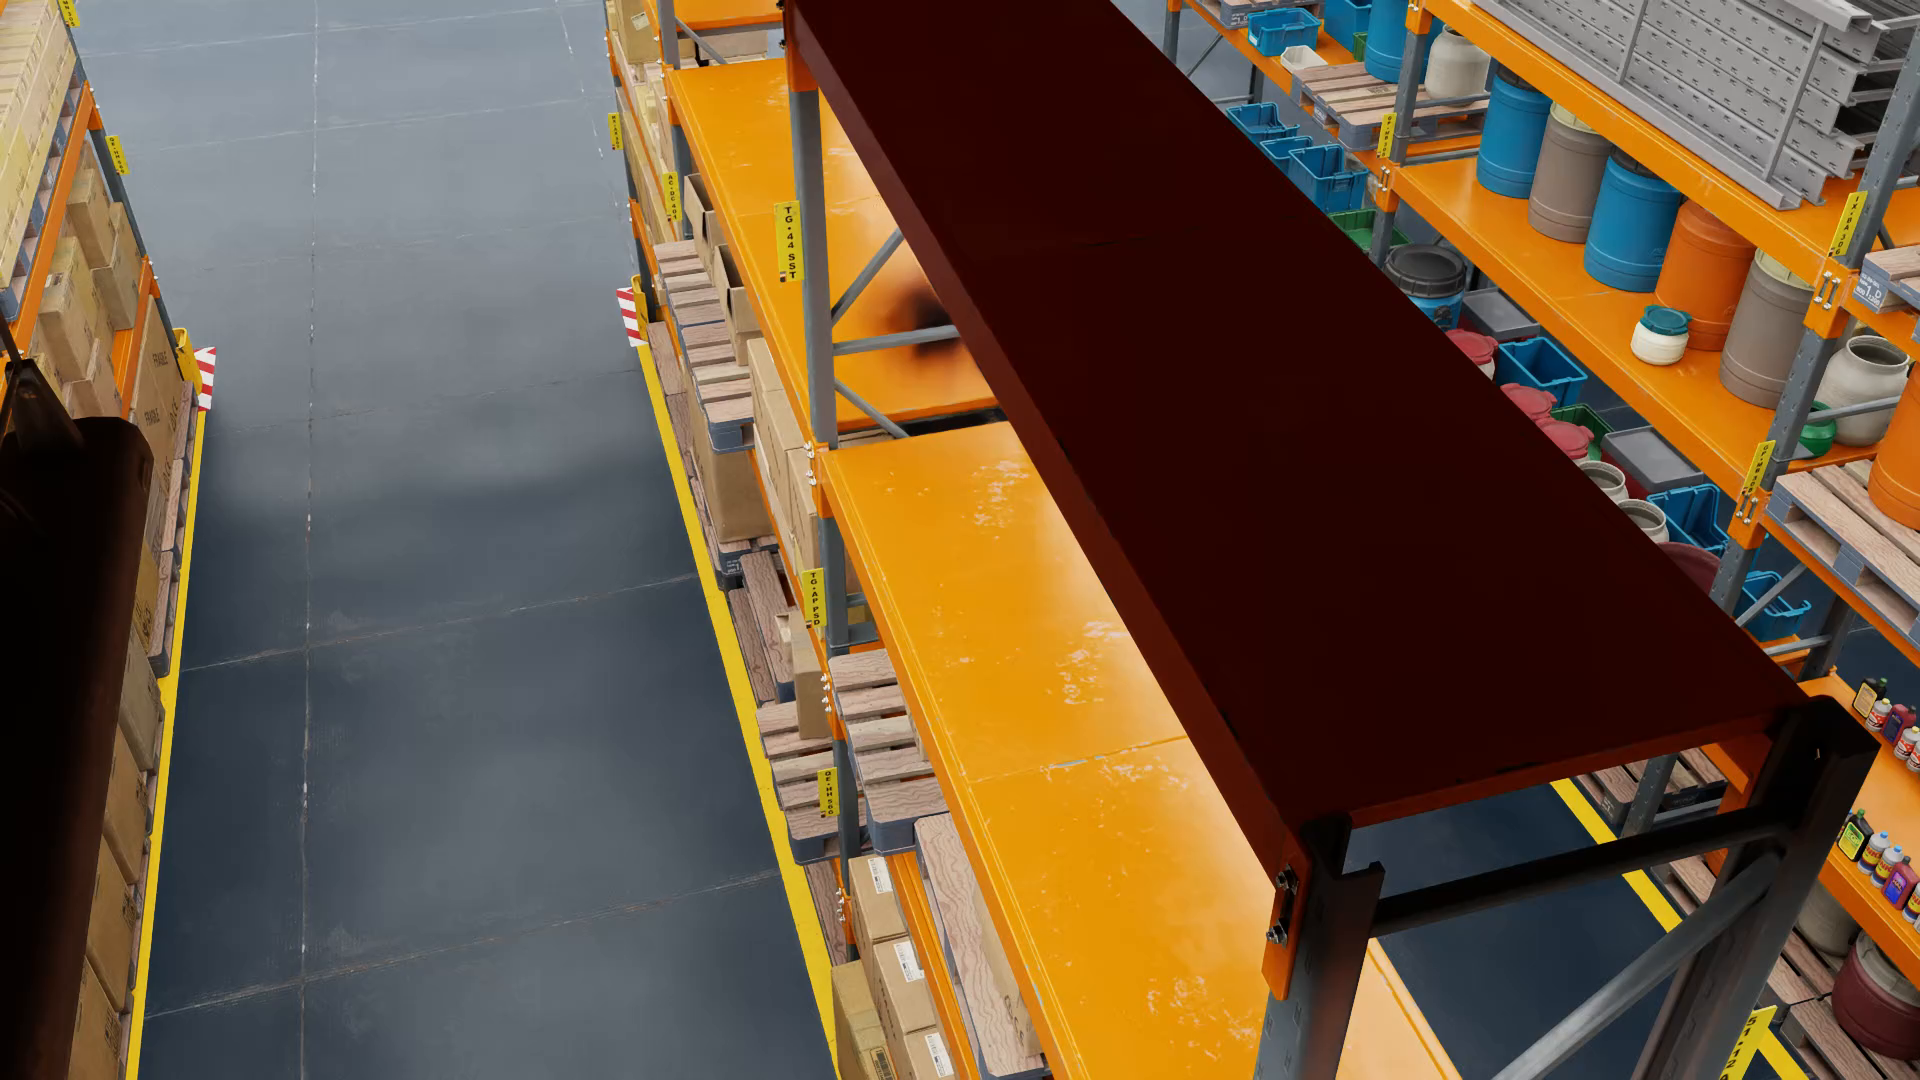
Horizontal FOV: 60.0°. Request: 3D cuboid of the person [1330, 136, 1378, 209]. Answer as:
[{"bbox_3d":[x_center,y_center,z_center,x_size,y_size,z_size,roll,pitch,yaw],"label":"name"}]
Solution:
[{"bbox_3d":[3.923,-3.786,16.229,0.741,1.719,0.555,-21,43,-24],"label":"person"}]
